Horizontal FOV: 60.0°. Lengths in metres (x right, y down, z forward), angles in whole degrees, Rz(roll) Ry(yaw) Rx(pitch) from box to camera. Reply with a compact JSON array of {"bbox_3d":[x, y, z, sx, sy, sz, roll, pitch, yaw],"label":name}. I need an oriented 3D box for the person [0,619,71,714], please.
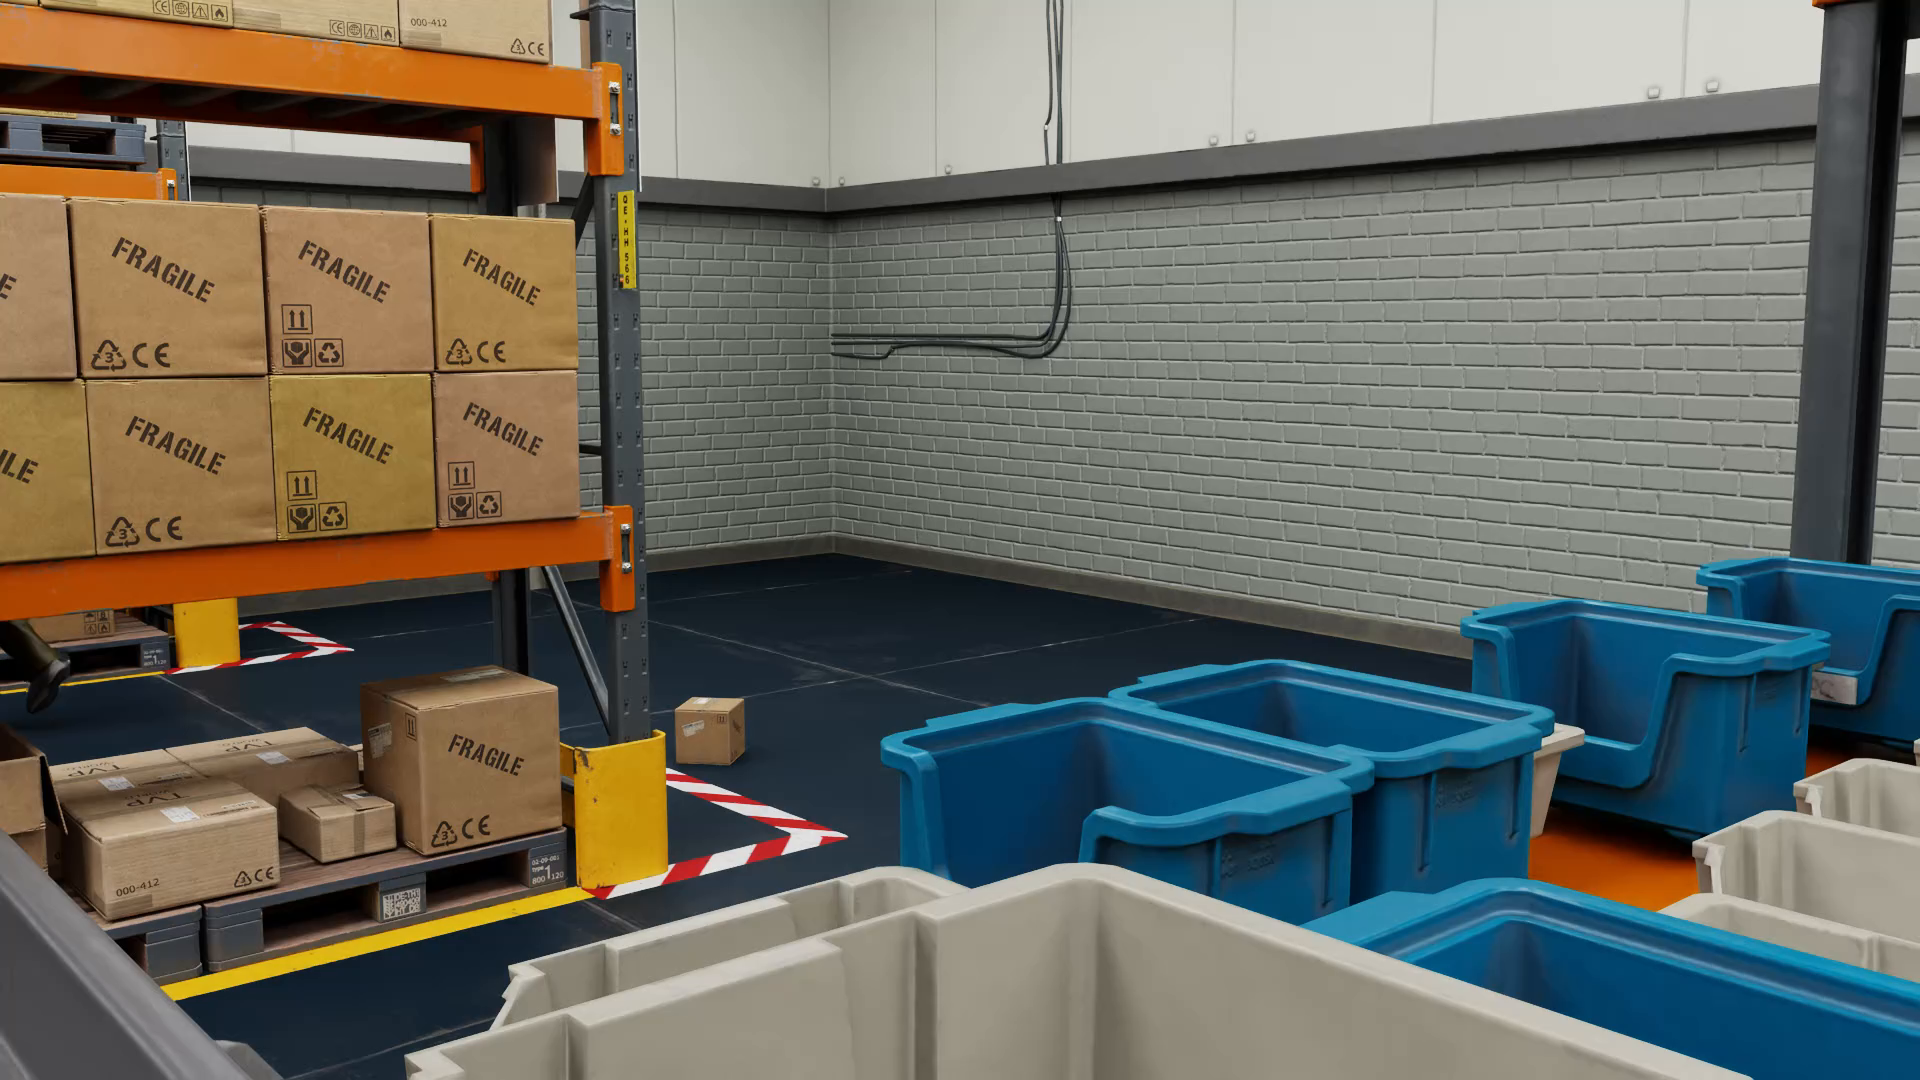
[{"bbox_3d":[-4.690,0.021,7.962,0.647,1.777,0.617,0,7,3],"label":"person"}]
